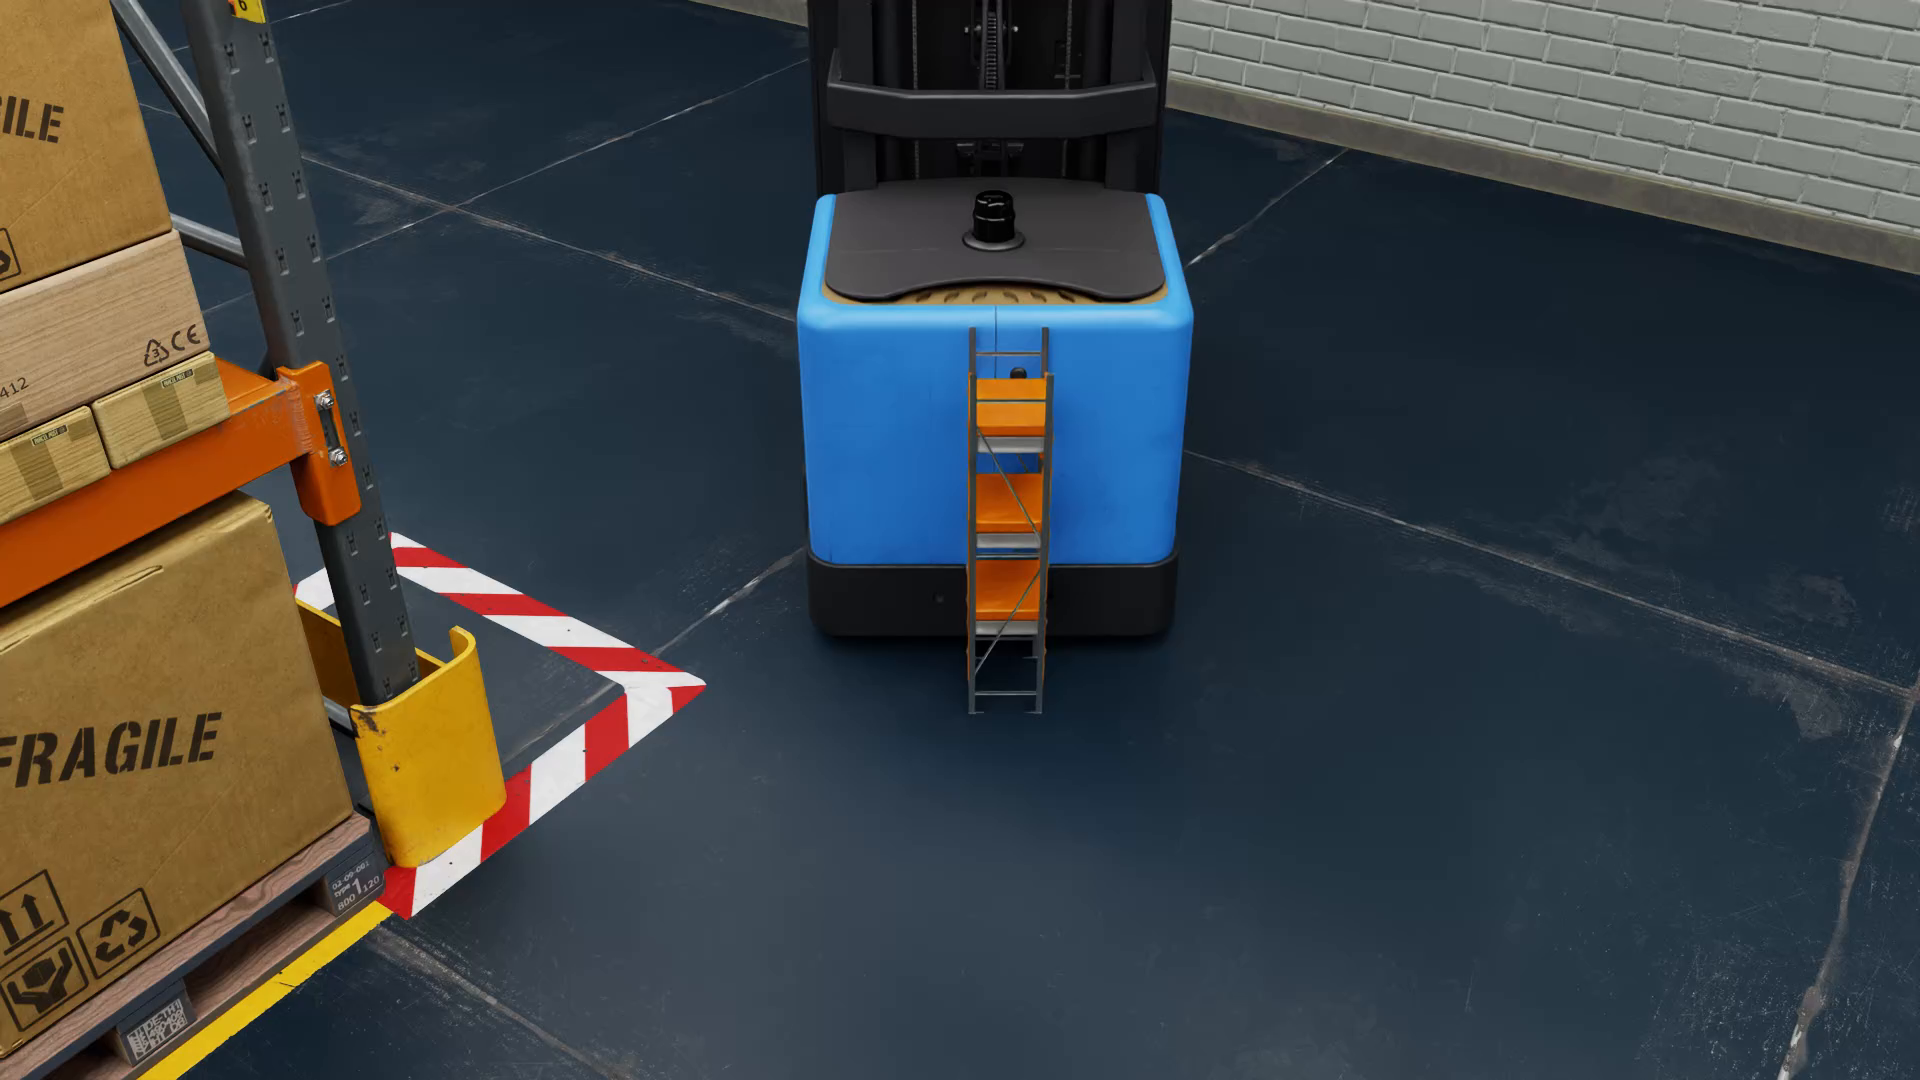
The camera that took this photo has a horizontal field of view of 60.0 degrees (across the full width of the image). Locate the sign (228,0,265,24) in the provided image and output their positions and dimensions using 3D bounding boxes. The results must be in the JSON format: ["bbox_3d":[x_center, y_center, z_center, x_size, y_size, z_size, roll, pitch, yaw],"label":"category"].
[{"bbox_3d":[-1.291,-1.078,2.922,0.100,0.325,0.005,21,39,28],"label":"sign"}]

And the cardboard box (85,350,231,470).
[{"bbox_3d":[-1.661,-0.307,3.251,0.380,0.149,0.250,22,40,29],"label":"cardboard box"}]

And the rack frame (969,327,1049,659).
[{"bbox_3d":[0.123,-0.096,4.455,0.200,1.050,0.008,0,34,0],"label":"rack frame"}]

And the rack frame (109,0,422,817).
[{"bbox_3d":[-1.729,-0.680,3.578,1.000,3.000,0.127,21,39,28],"label":"rack frame"}]

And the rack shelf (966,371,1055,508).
[{"bbox_3d":[0.123,-0.254,4.201,0.215,0.259,0.240,0,34,0],"label":"rack shelf"}]

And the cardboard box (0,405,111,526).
[{"bbox_3d":[-1.808,-0.187,3.073,0.380,0.149,0.250,22,40,29],"label":"cardboard box"}]

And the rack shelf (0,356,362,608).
[{"bbox_3d":[-2.869,0.538,2.419,1.077,0.370,4.000,21,39,28],"label":"rack shelf"}]

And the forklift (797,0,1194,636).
[{"bbox_3d":[0.087,-1.730,5.192,1.130,2.935,3.031,0,34,0],"label":"forklift"}]

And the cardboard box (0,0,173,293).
[{"bbox_3d":[-1.791,-0.744,2.871,0.500,0.500,0.500,22,40,29],"label":"cardboard box"}]

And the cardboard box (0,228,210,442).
[{"bbox_3d":[-1.787,-0.434,3.082,0.500,0.250,0.500,21,39,27],"label":"cardboard box"}]

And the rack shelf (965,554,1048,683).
[{"bbox_3d":[0.123,0.211,4.516,0.215,0.259,0.240,0,34,0],"label":"rack shelf"}]

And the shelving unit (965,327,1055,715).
[{"bbox_3d":[0.123,-0.028,4.354,0.215,1.050,0.252,0,34,0],"label":"shelving unit"}]

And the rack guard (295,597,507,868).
[{"bbox_3d":[-1.715,0.344,4.295,1.175,0.500,0.348,21,39,28],"label":"rack guard"}]

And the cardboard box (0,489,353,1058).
[{"bbox_3d":[-2.028,0.346,3.583,0.875,0.875,0.875,21,39,28],"label":"cardboard box"}]

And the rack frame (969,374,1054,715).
[{"bbox_3d":[0.124,0.040,4.253,0.200,1.050,0.008,0,34,0],"label":"rack frame"}]

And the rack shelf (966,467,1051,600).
[{"bbox_3d":[0.123,-0.019,4.360,0.215,0.259,0.240,0,34,0],"label":"rack shelf"}]

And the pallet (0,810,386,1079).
[{"bbox_3d":[-2.120,0.868,3.778,1.003,0.211,1.213,21,39,28],"label":"pallet"}]
